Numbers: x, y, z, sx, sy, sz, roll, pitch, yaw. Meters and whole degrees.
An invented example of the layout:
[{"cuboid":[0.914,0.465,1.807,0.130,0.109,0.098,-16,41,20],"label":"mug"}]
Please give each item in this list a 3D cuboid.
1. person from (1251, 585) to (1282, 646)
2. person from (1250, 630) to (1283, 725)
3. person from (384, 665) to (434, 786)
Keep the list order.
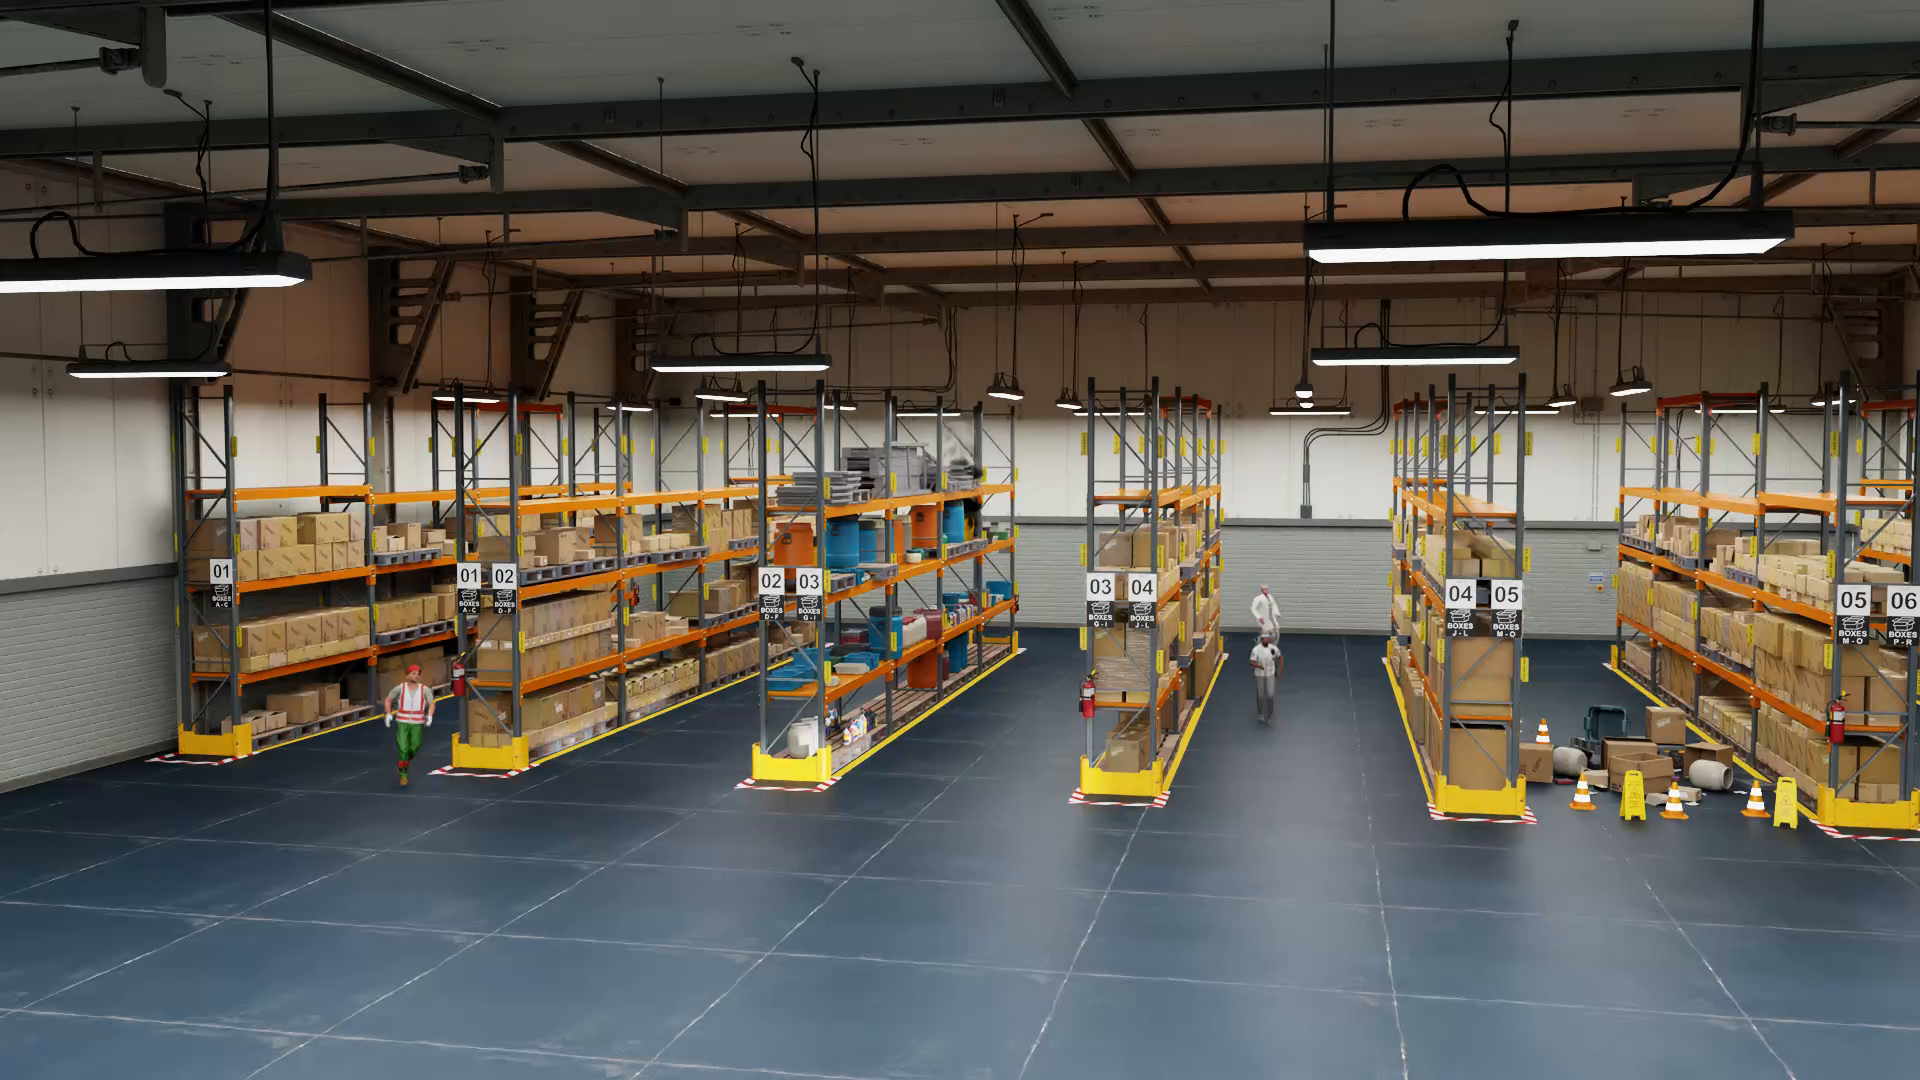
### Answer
[{"cuboid":[7.337,1.929,39.831,0.763,1.717,0.592,-2,4,-36],"label":"person"},{"cuboid":[5.532,2.499,30.034,0.598,1.760,0.726,0,3,7],"label":"person"},{"cuboid":[-8.226,2.751,24.878,0.719,1.746,0.650,-1,3,-23],"label":"person"}]
